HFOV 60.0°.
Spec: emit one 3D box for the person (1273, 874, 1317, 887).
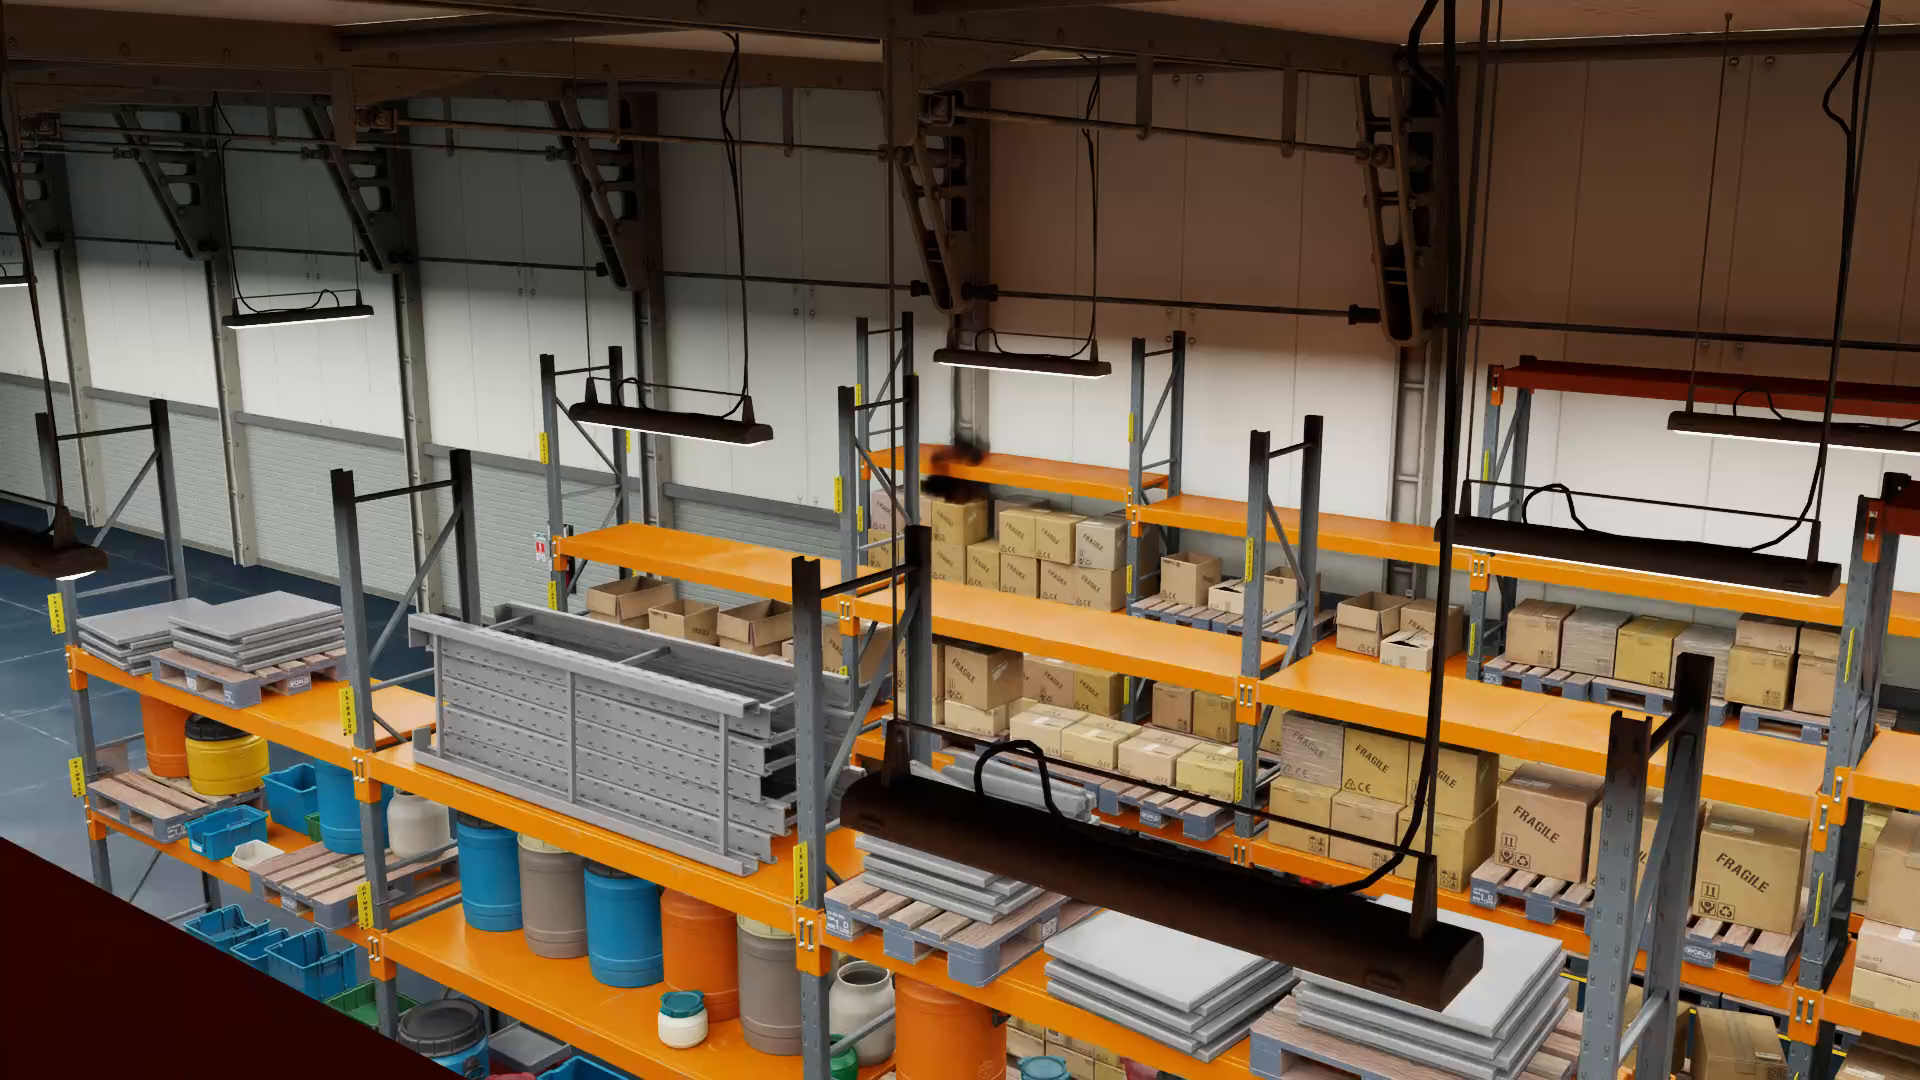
[{"bbox_3d":[3.168,3.673,15.616,0.763,1.786,0.642,9,16,33],"label":"person"}]
